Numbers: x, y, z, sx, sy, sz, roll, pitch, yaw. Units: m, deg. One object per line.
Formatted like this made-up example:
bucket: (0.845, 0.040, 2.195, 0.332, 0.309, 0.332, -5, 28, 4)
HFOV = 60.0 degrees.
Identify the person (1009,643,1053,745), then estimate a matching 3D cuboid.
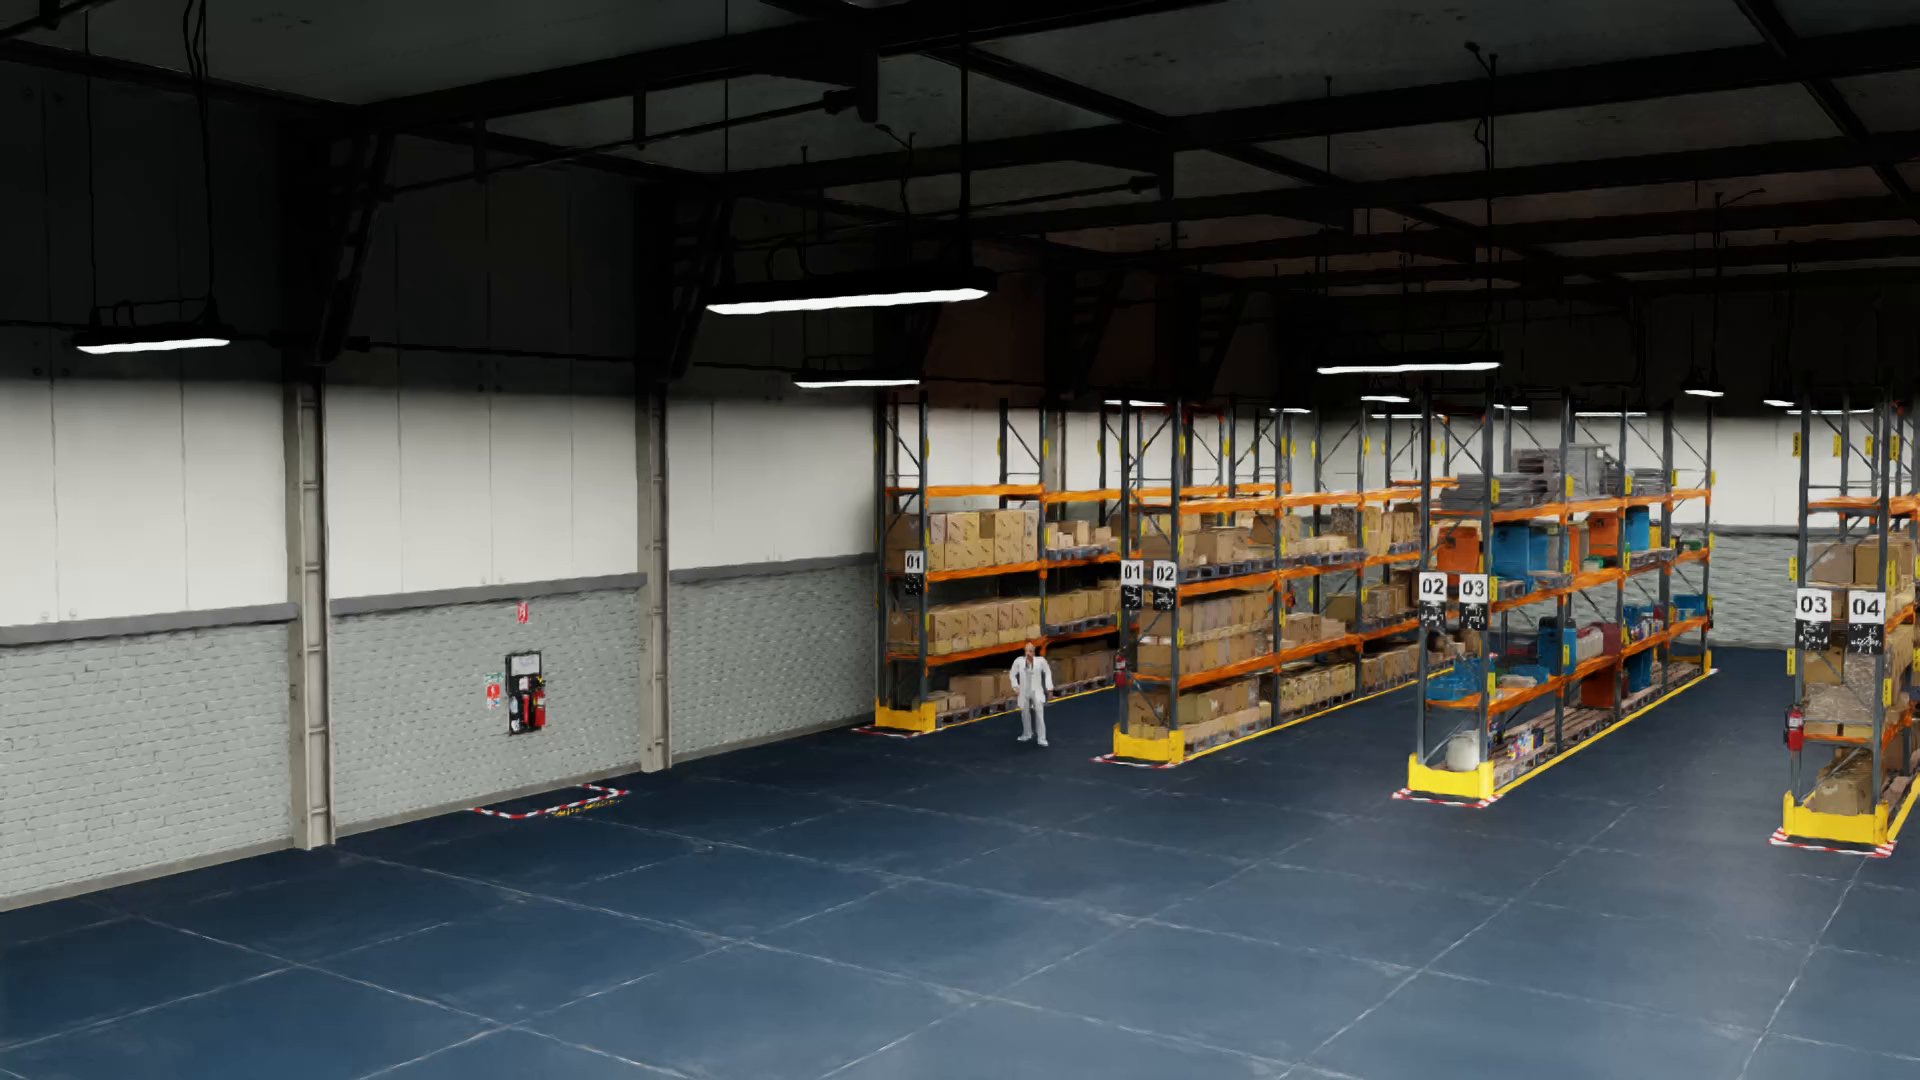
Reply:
person: (1.203, 2.577, 28.044, 0.726, 1.719, 0.854, 1, 3, 15)
